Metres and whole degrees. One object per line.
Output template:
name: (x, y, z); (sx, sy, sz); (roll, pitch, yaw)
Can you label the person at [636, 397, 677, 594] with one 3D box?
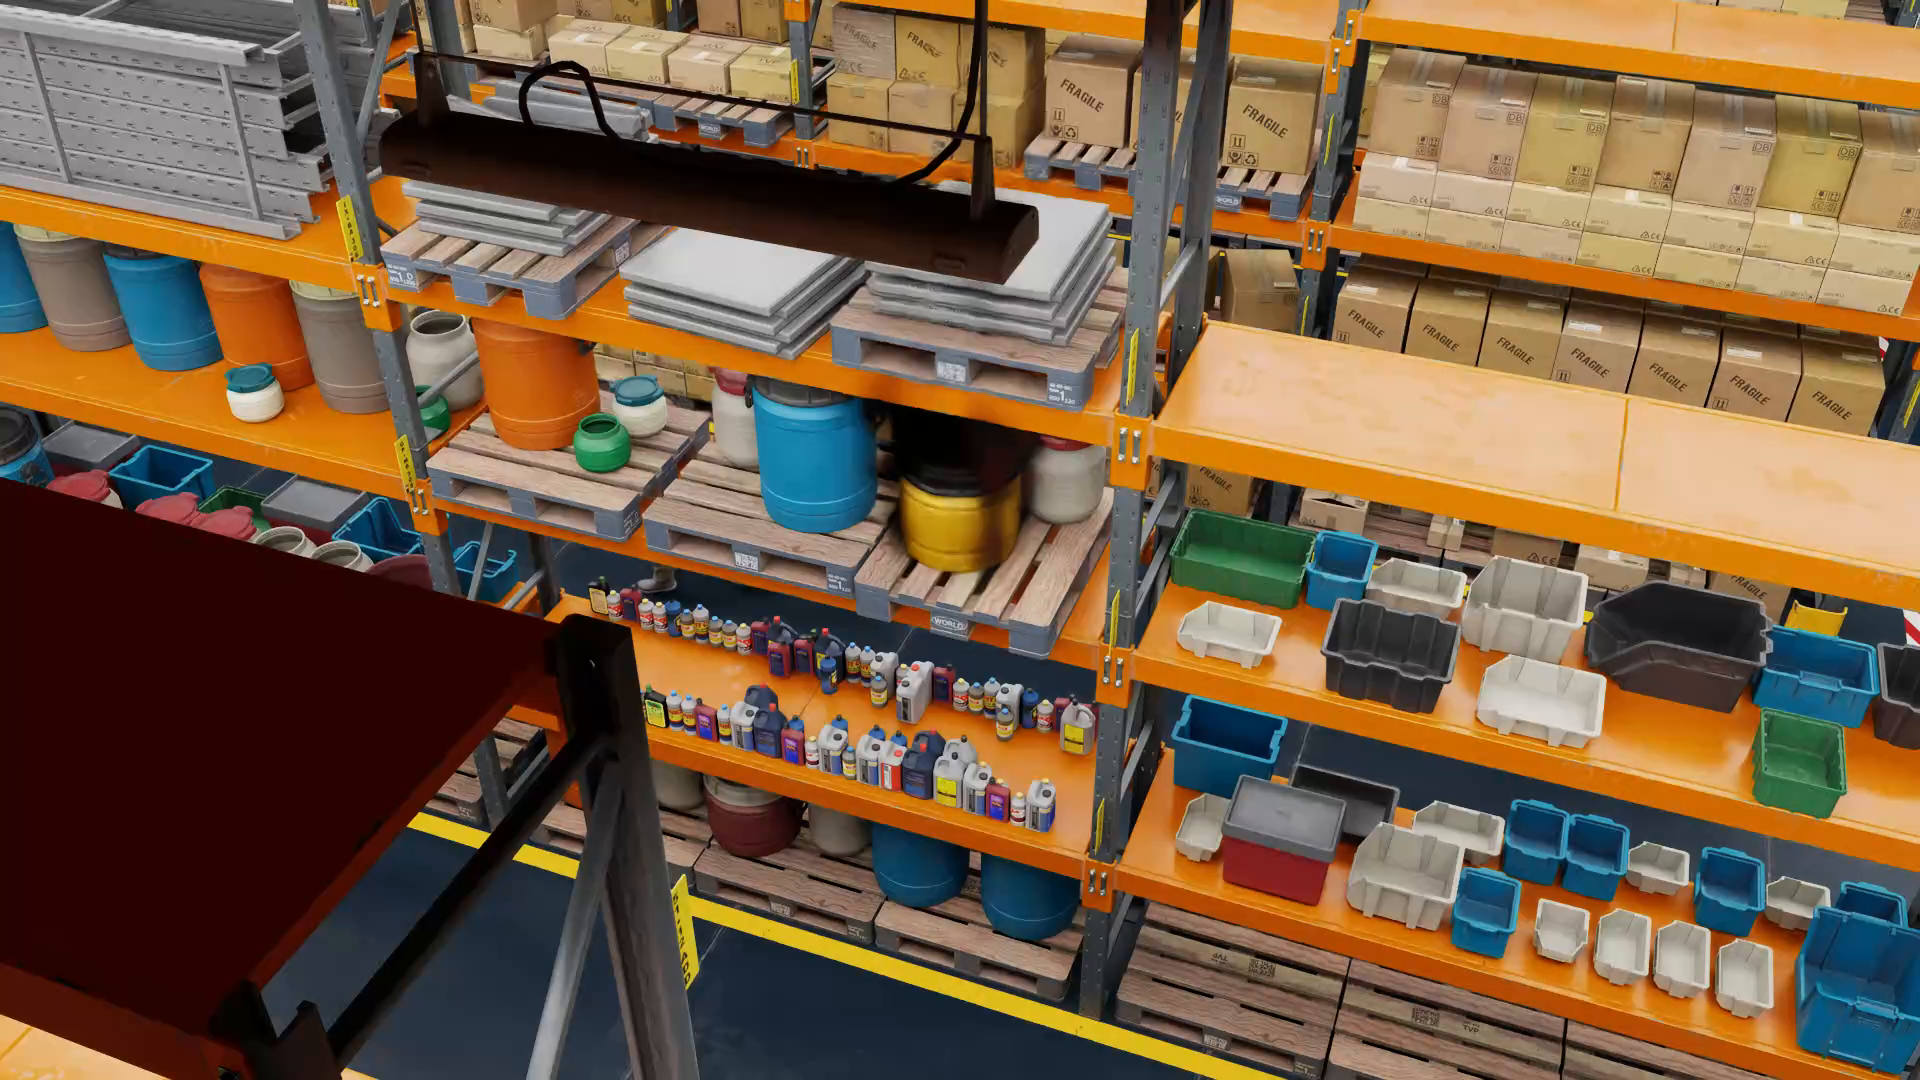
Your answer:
person: (-2.039, -0.309, 12.372); (0.943, 1.719, 0.647); (4, 37, 6)
